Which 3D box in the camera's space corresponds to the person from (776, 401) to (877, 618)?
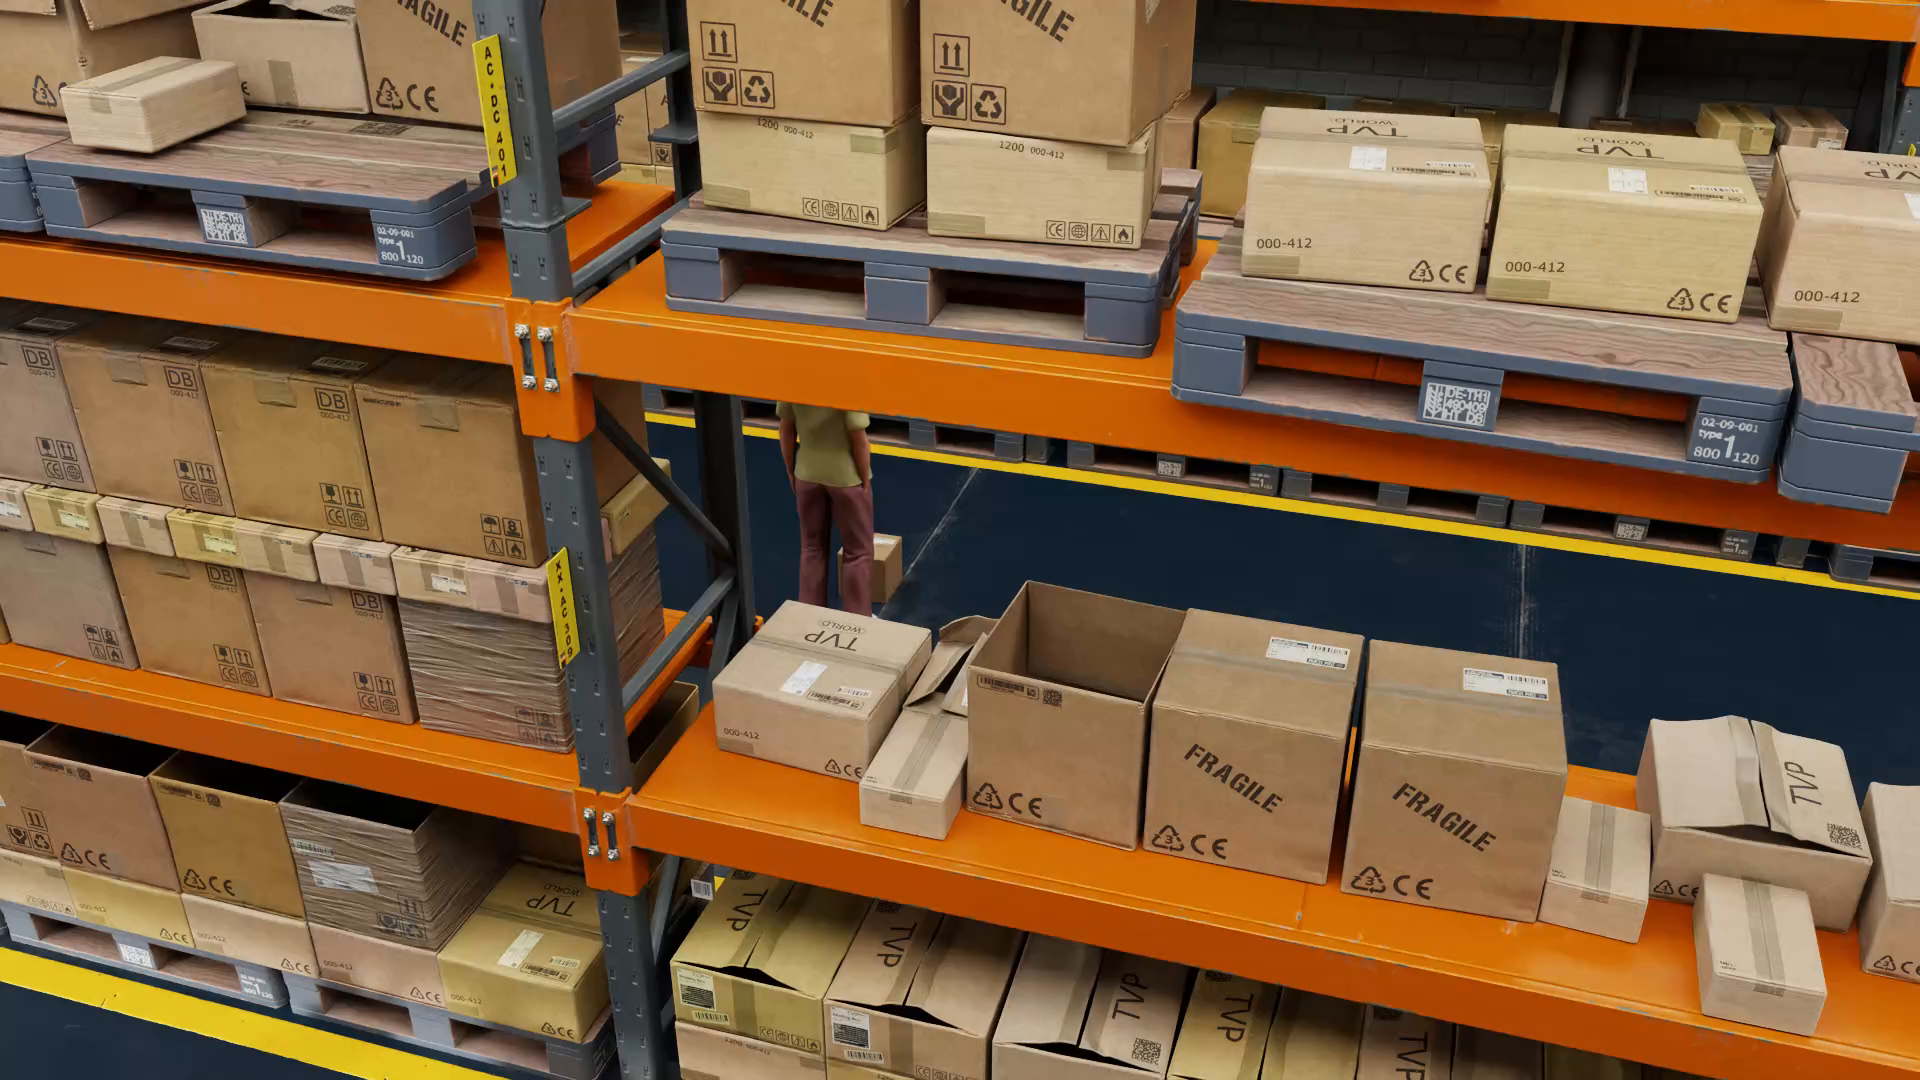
[{"bbox_3d":[-0.596,-0.259,7.548,0.441,1.675,0.364,9,31,16],"label":"person"}]
